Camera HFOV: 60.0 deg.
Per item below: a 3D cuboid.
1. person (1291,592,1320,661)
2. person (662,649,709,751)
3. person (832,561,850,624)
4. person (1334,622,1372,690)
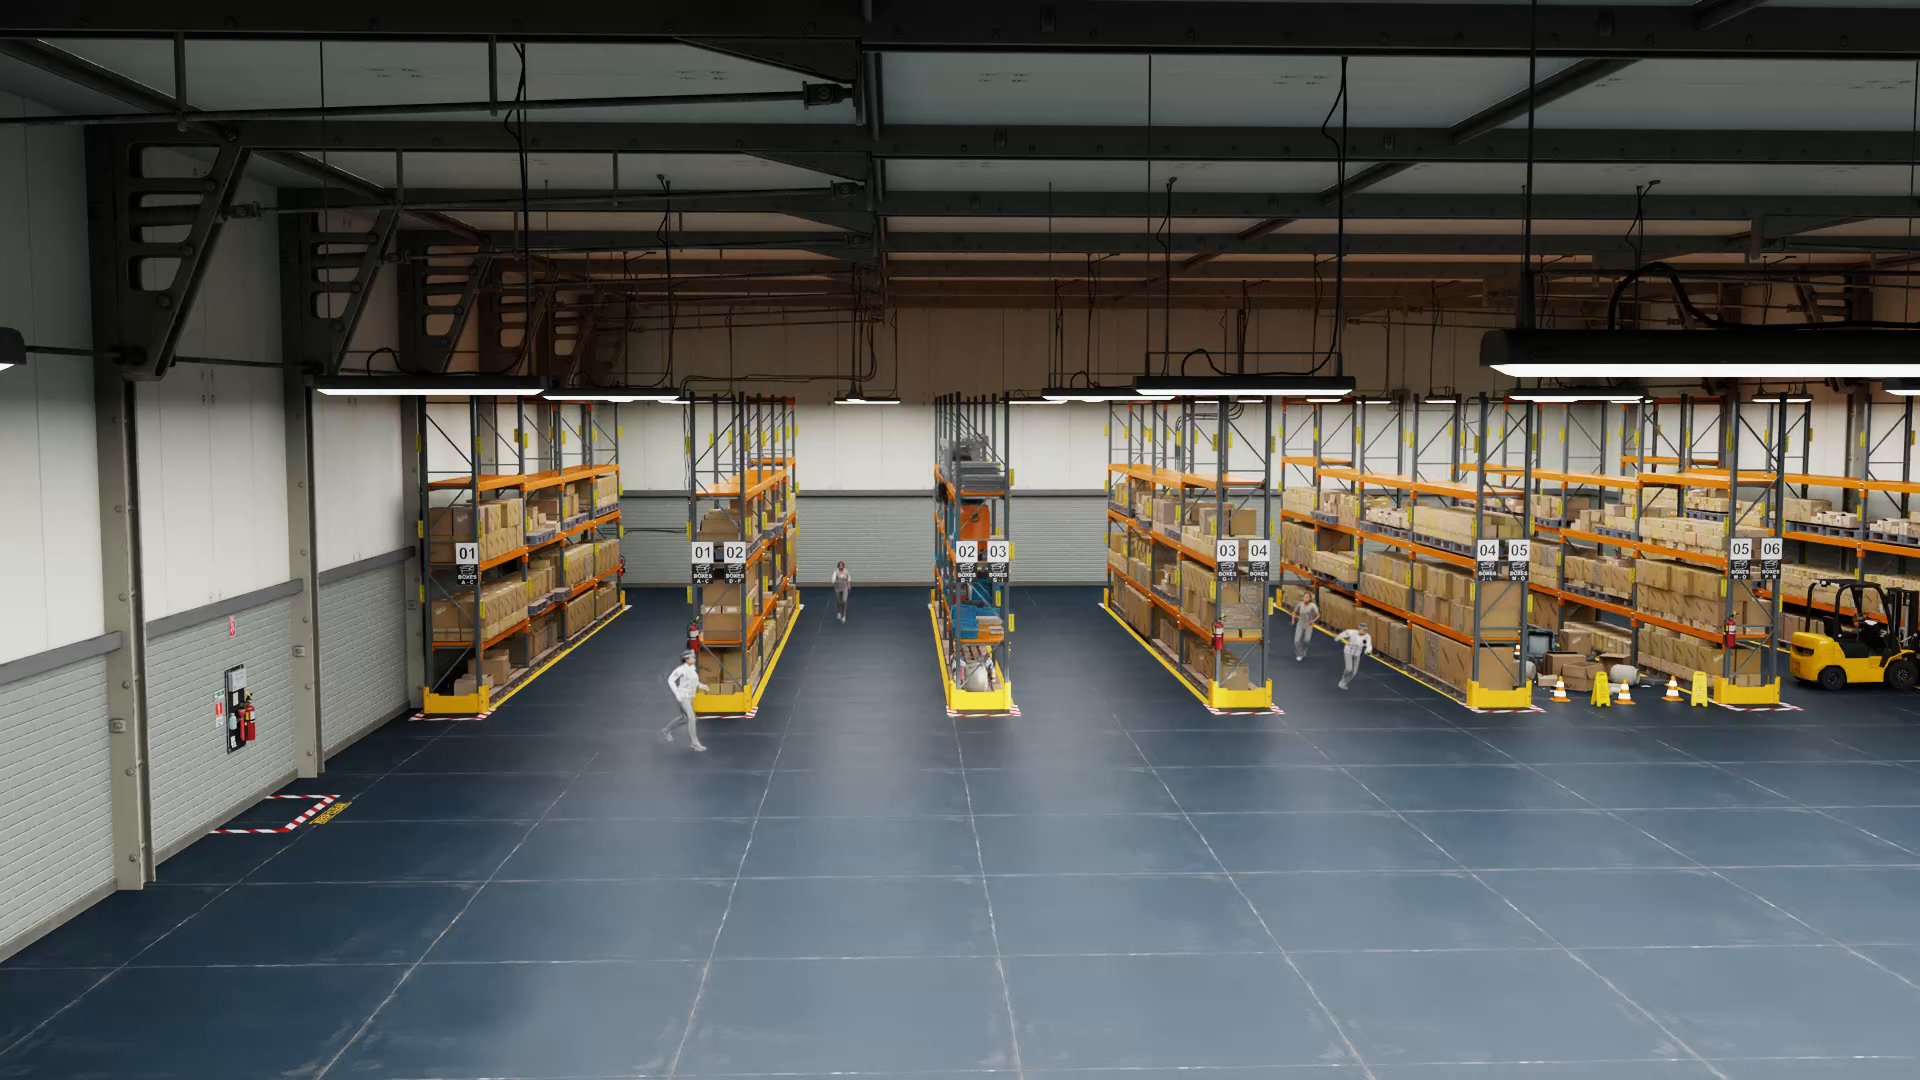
[{"bbox_3d":[7.799,1.950,37.522,0.634,1.578,0.525,1,5,17],"label":"person"},{"bbox_3d":[-4.633,2.660,27.853,0.894,1.694,0.590,2,5,21],"label":"person"},{"bbox_3d":[-3.161,1.367,44.197,0.514,1.626,0.824,-1,5,-6],"label":"person"},{"bbox_3d":[7.921,2.328,33.325,0.574,1.431,0.955,-1,5,-8],"label":"person"}]
